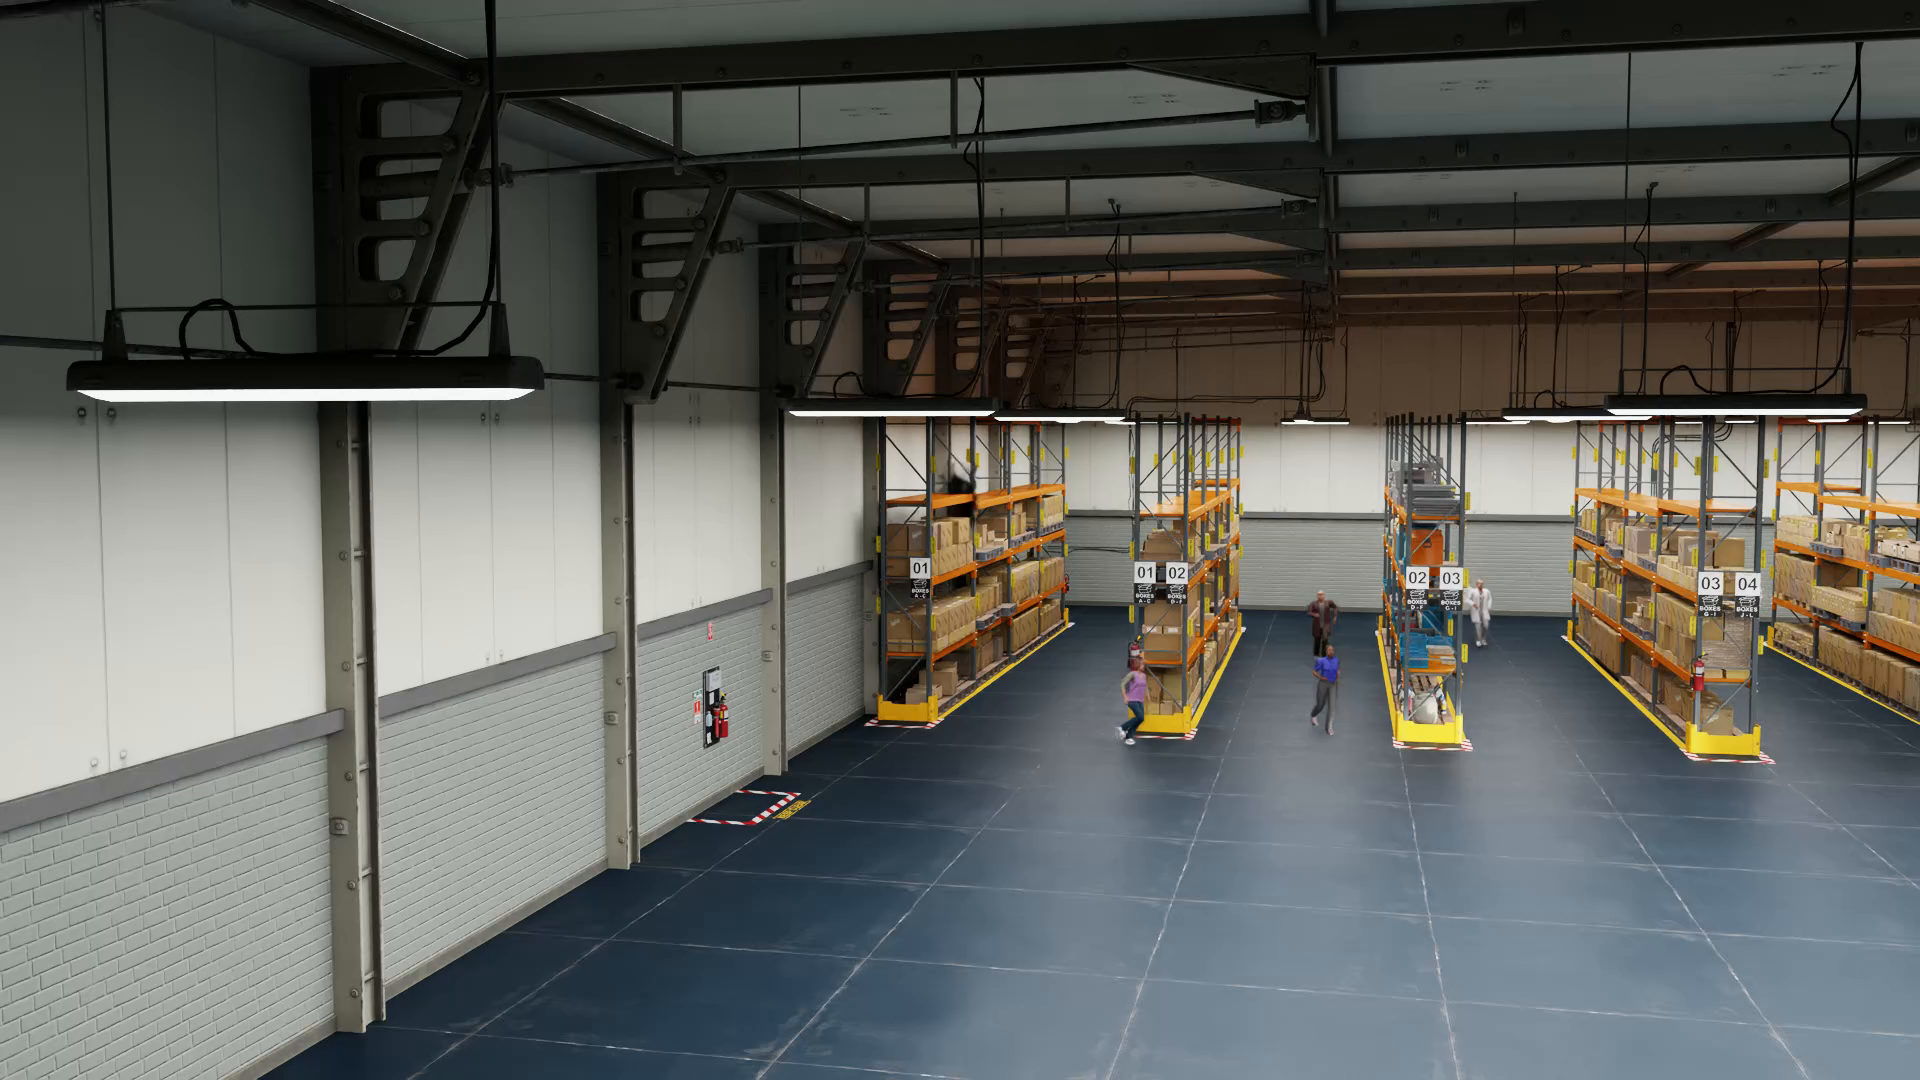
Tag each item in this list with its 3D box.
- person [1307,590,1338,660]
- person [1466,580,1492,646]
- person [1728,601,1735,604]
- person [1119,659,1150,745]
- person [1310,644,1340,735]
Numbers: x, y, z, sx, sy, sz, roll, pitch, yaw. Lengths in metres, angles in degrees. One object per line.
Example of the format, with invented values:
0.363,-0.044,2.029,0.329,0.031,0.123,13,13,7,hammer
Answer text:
8.766,2.119,40.243,0.730,1.827,0.978,1,4,14,person
13.571,1.910,43.425,0.706,1.757,0.684,0,4,6,person
19.516,2.061,41.742,0.573,1.737,0.809,1,4,20,person
3.206,2.920,30.079,0.494,1.531,0.574,4,5,44,person
6.919,2.790,31.371,0.592,1.663,0.818,0,4,-7,person
